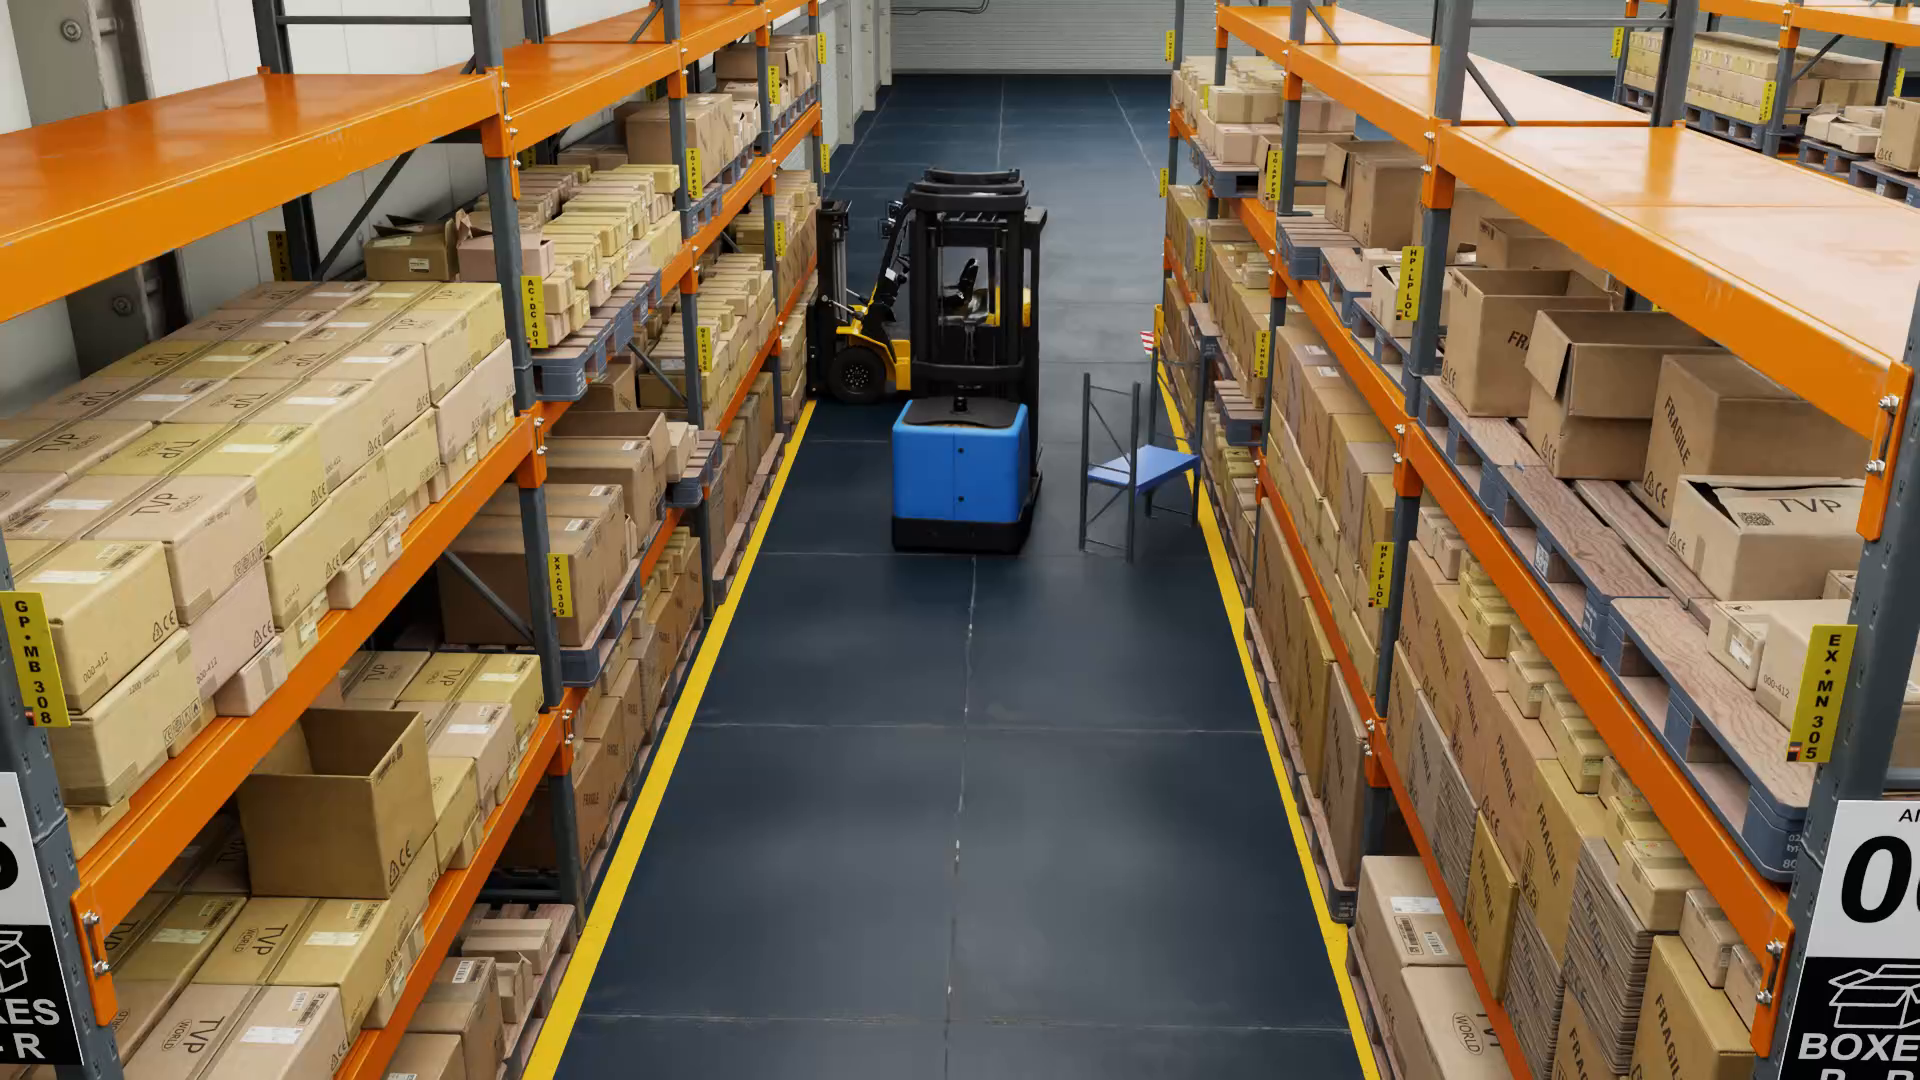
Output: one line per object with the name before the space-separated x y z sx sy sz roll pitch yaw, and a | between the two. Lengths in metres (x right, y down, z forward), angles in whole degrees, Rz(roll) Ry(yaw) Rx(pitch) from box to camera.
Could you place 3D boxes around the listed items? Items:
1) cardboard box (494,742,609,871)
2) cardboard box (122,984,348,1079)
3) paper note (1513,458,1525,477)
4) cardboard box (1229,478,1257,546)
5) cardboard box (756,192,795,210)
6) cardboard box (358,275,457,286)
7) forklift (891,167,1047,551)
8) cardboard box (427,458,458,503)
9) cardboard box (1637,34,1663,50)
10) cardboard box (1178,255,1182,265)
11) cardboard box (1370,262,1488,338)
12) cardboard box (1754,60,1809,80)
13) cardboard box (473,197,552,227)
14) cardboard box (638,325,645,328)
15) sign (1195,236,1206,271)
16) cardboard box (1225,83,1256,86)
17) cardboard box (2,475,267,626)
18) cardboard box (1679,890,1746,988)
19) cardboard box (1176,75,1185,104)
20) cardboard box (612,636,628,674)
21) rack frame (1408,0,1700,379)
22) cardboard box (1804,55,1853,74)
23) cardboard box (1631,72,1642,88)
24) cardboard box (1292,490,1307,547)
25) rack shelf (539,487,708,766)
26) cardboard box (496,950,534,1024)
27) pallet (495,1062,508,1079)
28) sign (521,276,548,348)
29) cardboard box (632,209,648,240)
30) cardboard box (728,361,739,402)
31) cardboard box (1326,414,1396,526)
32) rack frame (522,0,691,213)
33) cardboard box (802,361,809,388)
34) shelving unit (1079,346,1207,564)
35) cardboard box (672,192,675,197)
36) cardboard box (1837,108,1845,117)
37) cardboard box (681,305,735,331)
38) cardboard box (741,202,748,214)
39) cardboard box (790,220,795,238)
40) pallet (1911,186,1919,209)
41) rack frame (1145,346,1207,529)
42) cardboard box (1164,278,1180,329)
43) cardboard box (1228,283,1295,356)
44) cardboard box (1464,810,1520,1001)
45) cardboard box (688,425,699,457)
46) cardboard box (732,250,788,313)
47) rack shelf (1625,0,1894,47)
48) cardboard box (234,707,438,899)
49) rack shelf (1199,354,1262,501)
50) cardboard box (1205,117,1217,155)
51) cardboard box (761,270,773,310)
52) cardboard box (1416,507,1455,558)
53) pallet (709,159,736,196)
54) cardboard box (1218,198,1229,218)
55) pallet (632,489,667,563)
cardboard box | -2.211 1.414 8.906 0.500 0.500 0.500 2 21 4
cardboard box | -2.274 1.651 5.217 0.500 0.250 0.500 1 21 2
paper note | 1.871 -0.246 5.576 0.006 0.032 0.123 1 21 2
cardboard box | 2.674 -0.218 13.289 0.950 0.372 0.625 0 21 1
cardboard box | -1.927 -3.523 17.310 0.380 0.149 0.250 1 21 2
cardboard box | -2.558 -1.155 7.724 0.380 0.149 0.250 0 21 1
forklift | 0.152 -1.773 14.340 1.130 2.935 3.031 3 21 7
cardboard box | -2.206 -0.257 6.539 0.380 0.149 0.250 1 21 1
cardboard box | 7.490 -5.338 17.814 0.380 0.149 0.250 1 21 2
cardboard box | 2.548 -3.059 17.908 0.380 0.149 0.250 1 21 3
cardboard box | 2.328 -1.204 8.173 0.500 0.311 0.500 1 21 2
cardboard box | 7.398 -4.236 14.972 0.380 0.149 0.250 0 21 1
cardboard box | -2.595 -1.894 9.654 0.380 0.149 0.250 1 21 1
cardboard box | -2.618 -1.577 12.704 0.380 0.149 0.250 0 21 1
sign | 2.212 -2.629 15.255 0.100 0.325 0.005 1 21 2
cardboard box | 2.574 -4.180 15.548 0.380 0.149 0.250 1 21 3
cardboard box | -2.273 0.021 4.579 0.500 0.250 0.500 0 21 1
cardboard box | 2.184 1.077 4.482 0.380 0.149 0.250 1 21 3
cardboard box | 2.569 -4.775 17.632 0.500 0.250 0.500 0 21 1
cardboard box | -2.197 0.684 9.890 0.380 0.149 0.250 1 21 4
rack frame | 2.511 -2.127 6.863 1.000 3.000 0.127 1 21 2
cardboard box | 8.070 -4.412 15.425 0.380 0.149 0.250 0 21 1
cardboard box | 7.489 -4.962 17.946 0.380 0.149 0.250 1 21 2
cardboard box | 2.346 -0.157 10.287 0.500 0.250 0.500 1 21 3
rack shelf | -2.390 0.229 10.080 1.077 0.370 4.000 1 21 2
cardboard box | -2.185 2.029 7.644 0.396 0.266 0.258 1 21 4
pallet | -2.507 2.608 6.811 1.003 0.211 1.213 1 21 2
sign | -1.908 -1.019 7.442 0.100 0.325 0.005 1 21 2
cardboard box | -2.124 -1.934 10.171 0.380 0.149 0.250 1 21 2
cardboard box | -2.042 -1.285 13.196 0.500 0.250 0.500 0 21 0
cardboard box | 2.317 -0.377 9.127 0.500 0.500 0.500 1 21 3
rack frame | -2.329 -3.626 10.728 1.000 3.000 0.127 1 21 2
cardboard box | -1.862 -1.731 17.356 0.500 0.250 0.500 1 21 3
shelving unit | 1.492 -0.709 13.577 0.538 1.500 1.048 16 26 35
cardboard box | -2.015 -2.484 11.535 0.380 0.166 0.250 1 21 2
cardboard box | 8.056 -3.856 15.096 0.380 0.149 0.250 0 21 1
cardboard box | -1.996 -1.757 13.170 0.380 0.149 0.250 1 21 3
cardboard box | -2.389 -3.436 17.085 0.380 0.149 0.250 1 21 3
cardboard box | -1.857 -3.108 16.652 0.380 0.149 0.250 0 21 1
pallet | 7.550 -2.302 11.723 1.213 0.211 1.003 2 21 4
rack frame | 1.805 -0.855 13.951 0.500 1.500 0.032 16 26 35
cardboard box | 2.575 -2.635 18.651 0.500 0.500 0.500 0 21 0
cardboard box | 2.387 -1.694 12.912 0.500 0.500 0.500 -1 21 -2
cardboard box | 2.178 1.338 6.089 0.500 0.500 0.500 1 21 3
cardboard box | -1.965 -0.666 11.160 0.380 0.149 0.250 1 21 3
cardboard box | -1.933 -2.480 15.929 0.500 0.500 0.500 0 21 0
rack shelf | 7.766 -5.203 16.338 1.077 0.370 4.000 1 21 2
cardboard box | -2.244 0.941 6.009 0.500 0.500 0.500 1 21 3
rack shelf | 2.693 -1.164 13.670 1.077 0.370 4.000 1 21 2
cardboard box | 2.321 -3.356 13.806 0.500 0.250 0.500 0 21 1
cardboard box | -1.967 -2.259 15.013 0.500 0.250 0.500 0 21 0
cardboard box | 2.242 -0.034 7.346 0.380 0.149 0.250 0 21 1
pallet | -2.367 -2.791 12.982 1.003 0.211 1.213 2 21 4
cardboard box | 2.989 -3.586 16.985 0.700 0.500 0.500 1 21 1
pallet | -2.383 -0.037 10.036 1.003 0.211 1.213 1 21 2
